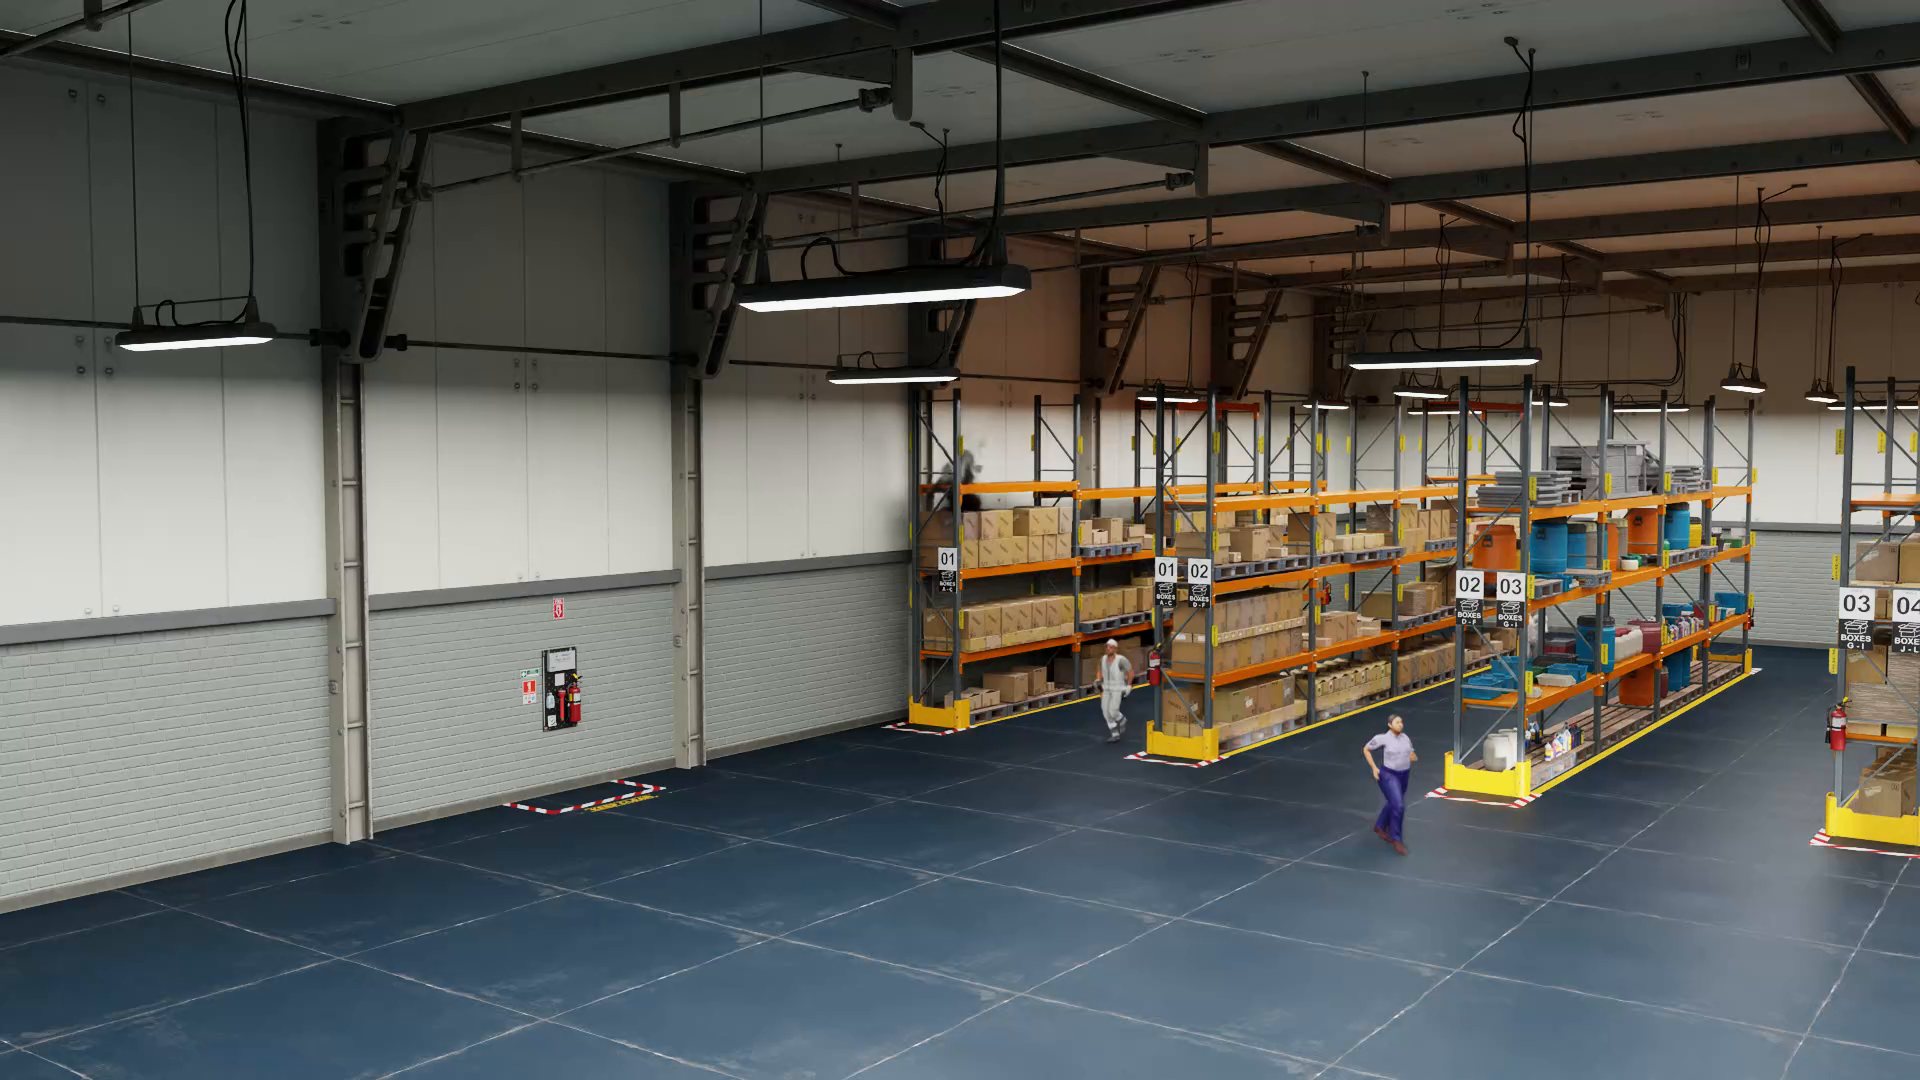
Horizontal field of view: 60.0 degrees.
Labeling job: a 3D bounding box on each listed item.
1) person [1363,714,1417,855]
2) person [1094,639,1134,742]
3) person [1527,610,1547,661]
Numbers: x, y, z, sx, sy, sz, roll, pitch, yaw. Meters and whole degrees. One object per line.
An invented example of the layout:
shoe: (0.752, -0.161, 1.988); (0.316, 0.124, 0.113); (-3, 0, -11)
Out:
person: (5.373, 3.006, 20.654); (0.579, 1.711, 0.764); (-2, 4, -31)
person: (2.578, 2.539, 28.078); (0.664, 1.733, 0.593); (2, 4, 36)
person: (12.054, 2.159, 35.026); (0.622, 1.693, 0.846); (2, 4, 35)
